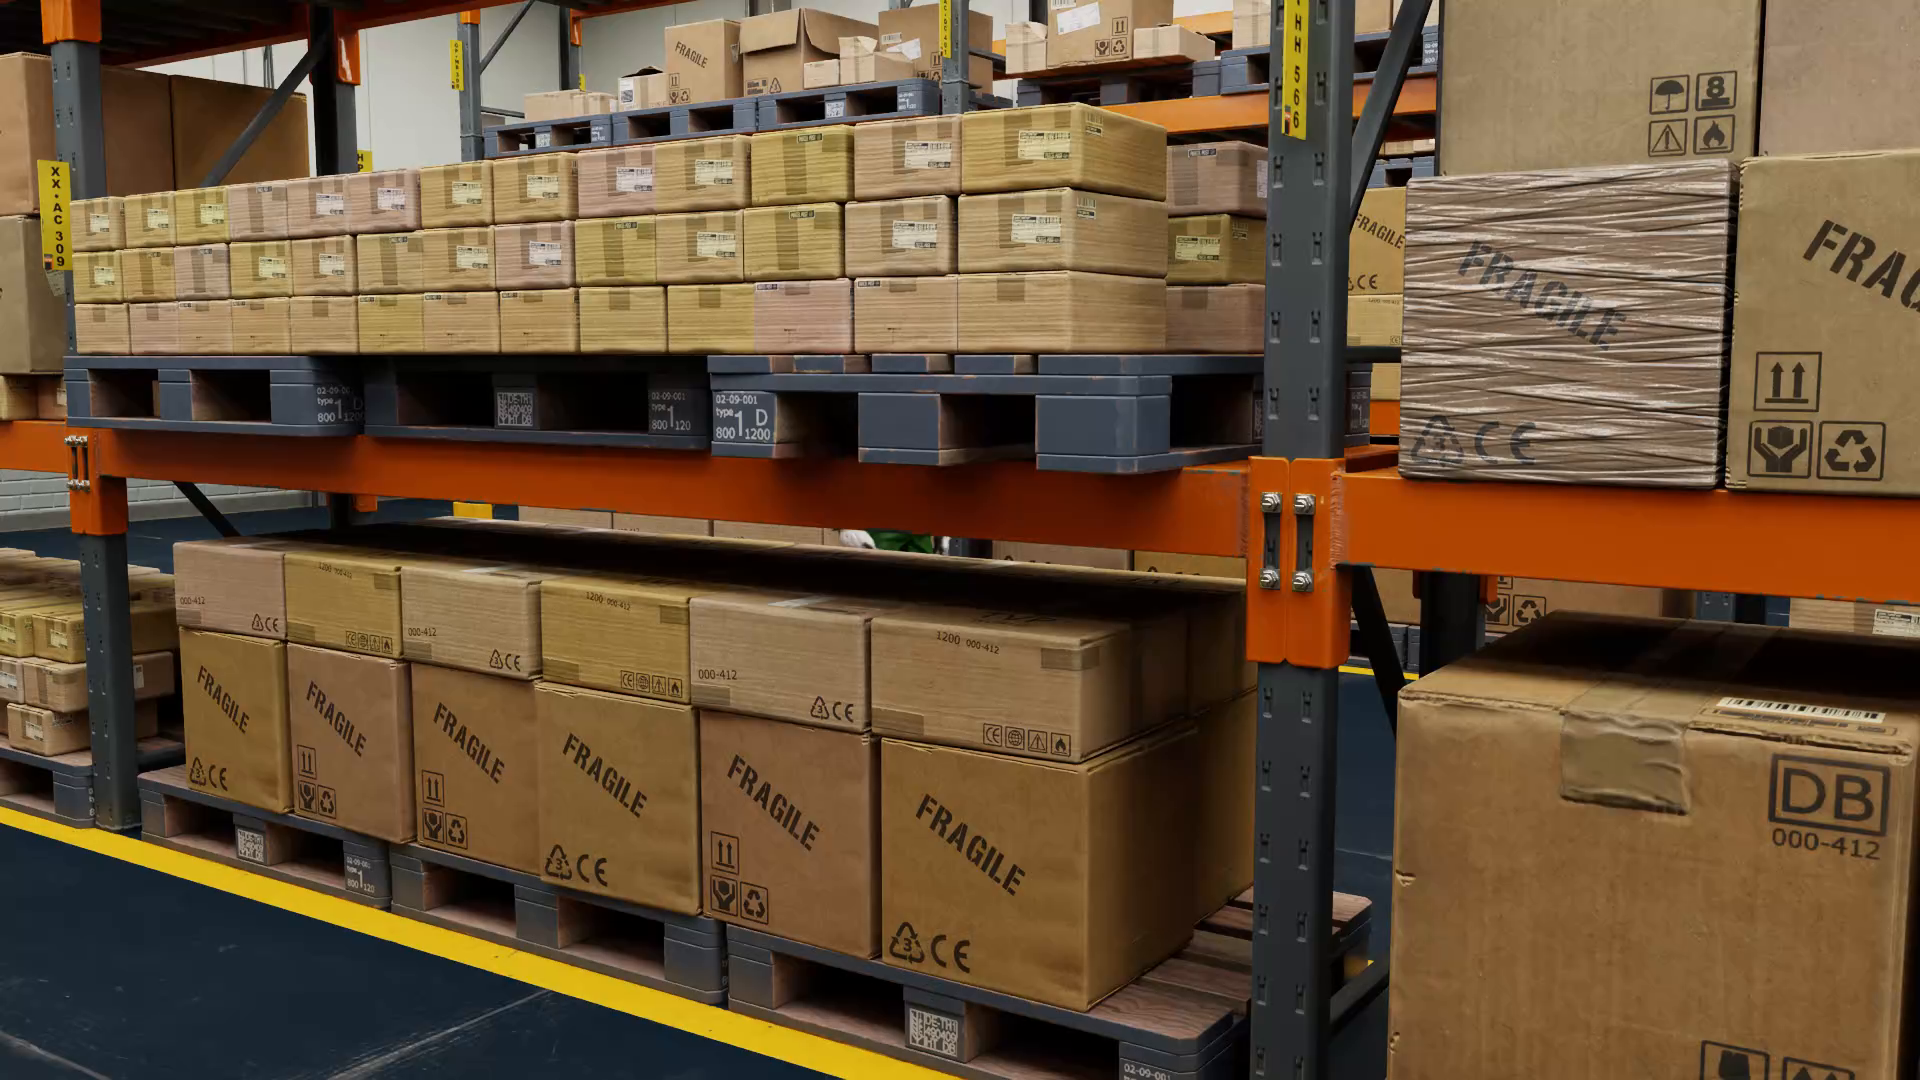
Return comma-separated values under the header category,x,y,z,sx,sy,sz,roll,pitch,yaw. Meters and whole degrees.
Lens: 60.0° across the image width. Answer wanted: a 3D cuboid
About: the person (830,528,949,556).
category,x,y,z,sx,sy,sz,roll,pitch,yaw
person,-0.241,-0.033,5.960,0.455,1.779,0.611,4,7,33
